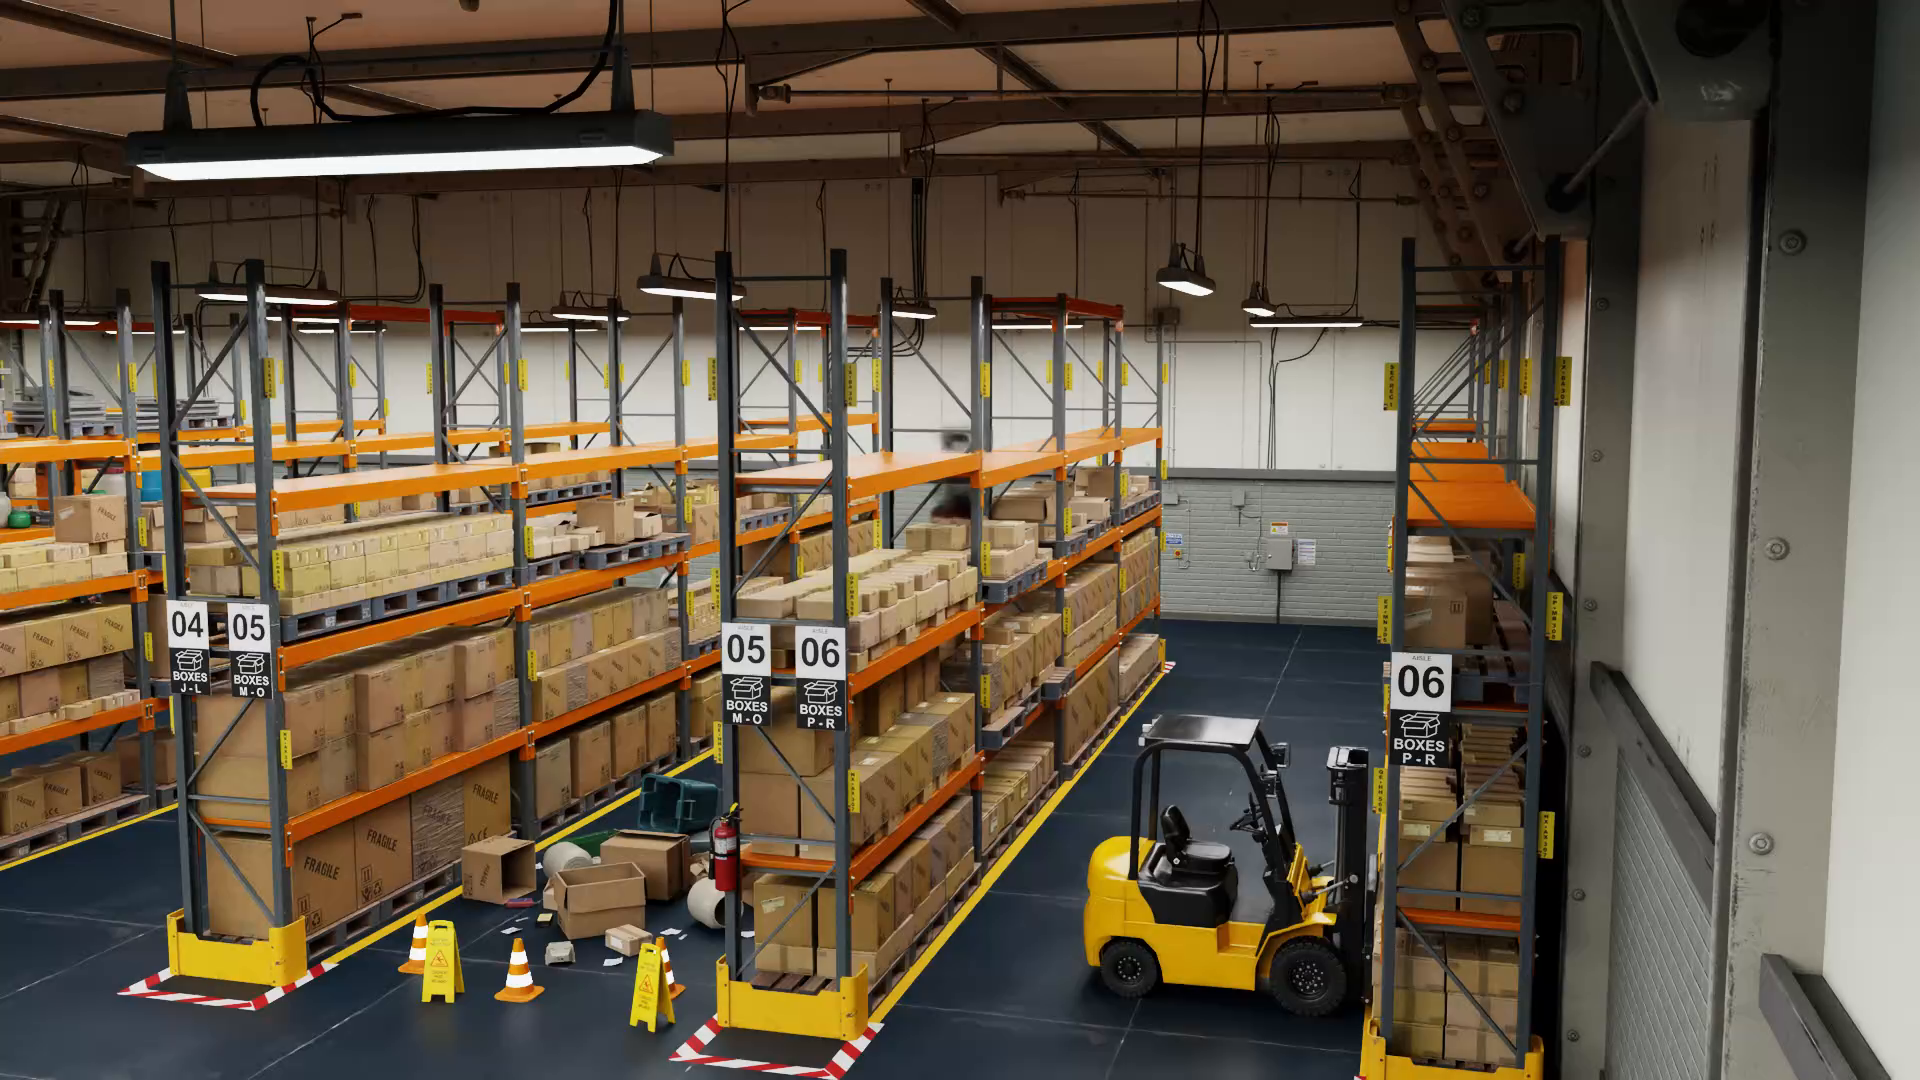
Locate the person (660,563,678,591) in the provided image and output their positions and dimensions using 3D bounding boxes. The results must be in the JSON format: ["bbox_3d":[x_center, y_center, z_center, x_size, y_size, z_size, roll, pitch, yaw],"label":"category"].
[{"bbox_3d":[-5.320,1.140,31.003,0.571,1.542,0.485,-4,7,-34],"label":"person"}]
